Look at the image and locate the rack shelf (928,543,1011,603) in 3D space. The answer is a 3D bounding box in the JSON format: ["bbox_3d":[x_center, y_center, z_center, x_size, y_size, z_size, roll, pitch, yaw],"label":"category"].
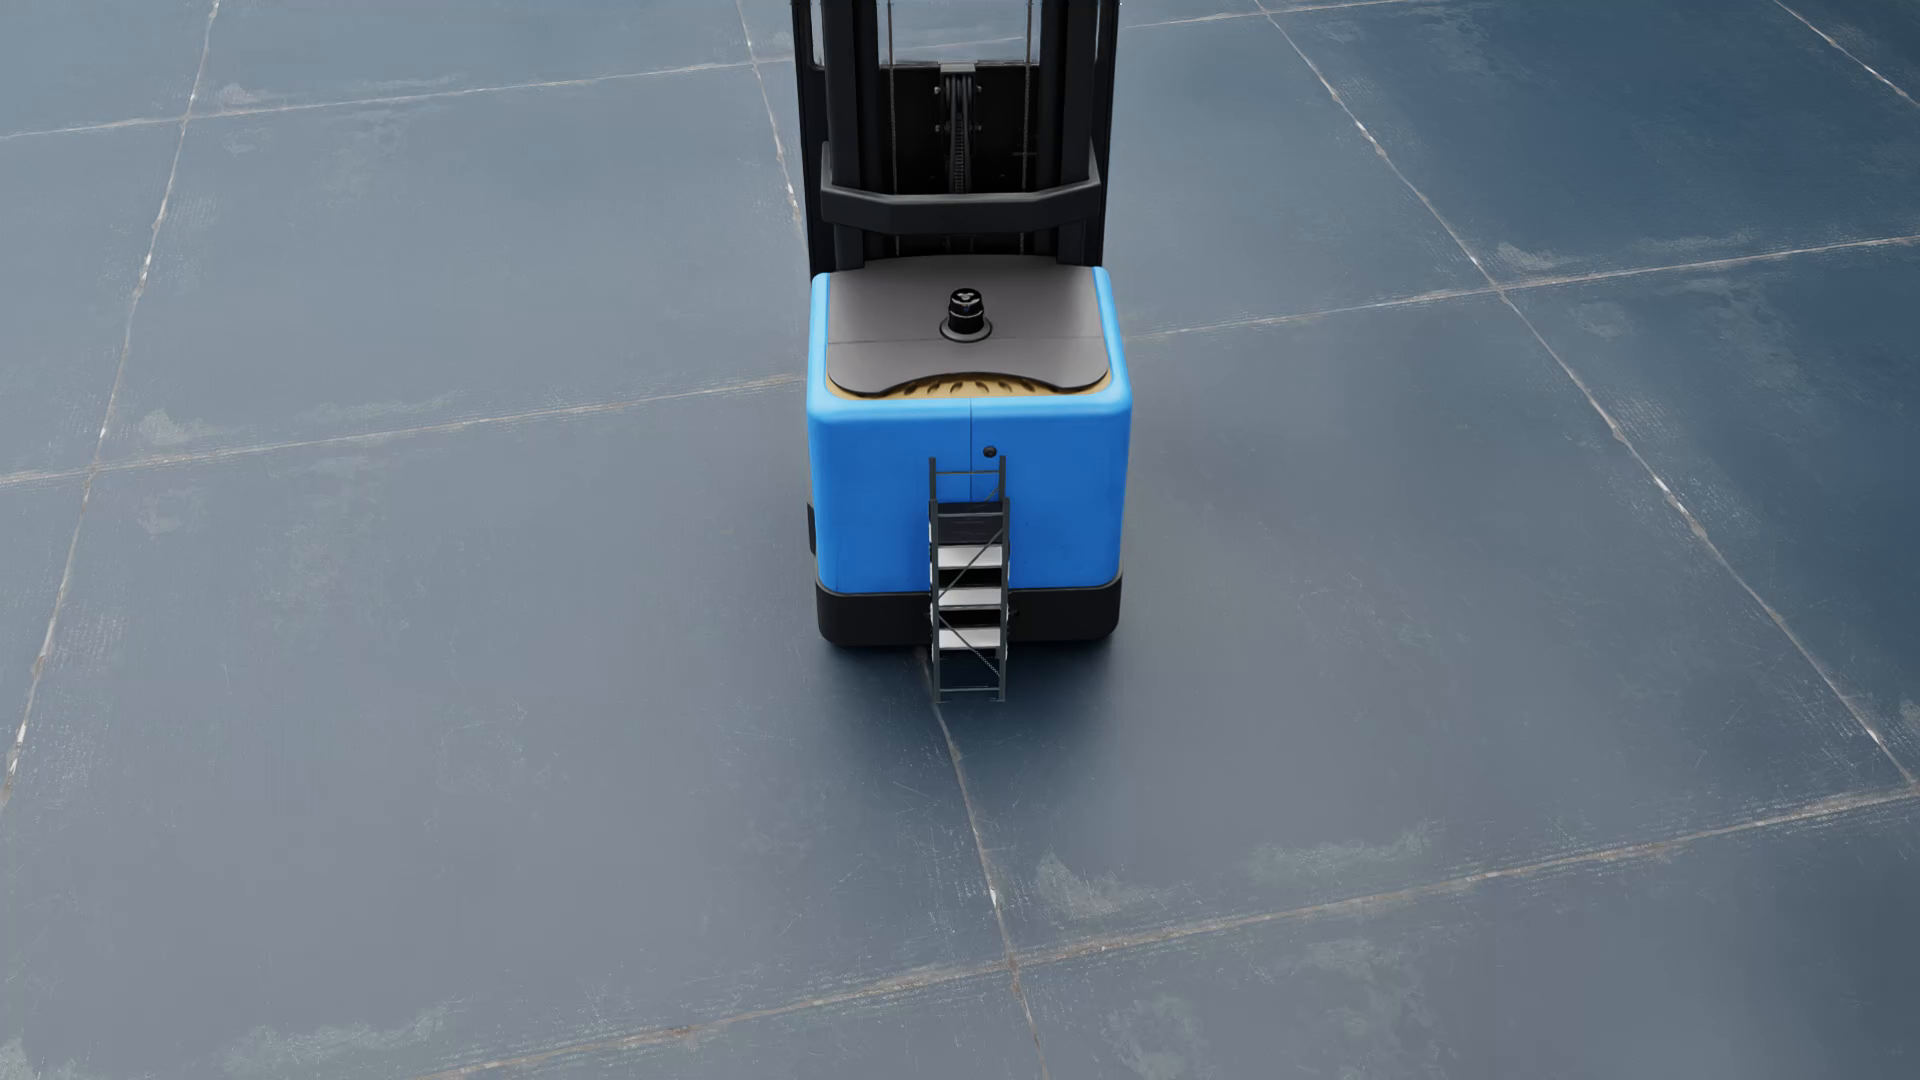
[{"bbox_3d":[0.028,0.103,5.371,0.258,0.077,0.200,-2,42,-2],"label":"rack shelf"}]

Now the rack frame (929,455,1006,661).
[{"bbox_3d":[0.024,0.078,5.485,0.240,0.900,0.006,-2,42,-2],"label":"rack frame"}]

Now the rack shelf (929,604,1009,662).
[{"bbox_3d":[0.028,0.305,5.550,0.258,0.077,0.200,-2,42,-2],"label":"rack shelf"}]

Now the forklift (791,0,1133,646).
[{"bbox_3d":[-0.026,-1.692,5.948,1.130,2.935,3.031,-2,42,-2],"label":"forklift"}]

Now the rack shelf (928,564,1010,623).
[{"bbox_3d":[0.028,0.170,5.431,0.258,0.077,0.200,-2,42,-2],"label":"rack shelf"}]

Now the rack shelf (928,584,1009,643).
[{"bbox_3d":[0.028,0.237,5.491,0.258,0.077,0.200,-2,42,-2],"label":"rack shelf"}]

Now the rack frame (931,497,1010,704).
[{"bbox_3d":[0.032,0.213,5.333,0.240,0.900,0.006,-2,42,-2],"label":"rack frame"}]

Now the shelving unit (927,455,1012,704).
[{"bbox_3d":[0.028,0.145,5.409,0.258,0.900,0.210,-2,42,-2],"label":"shelving unit"}]

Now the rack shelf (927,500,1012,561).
[{"bbox_3d":[0.028,-0.032,5.252,0.258,0.077,0.200,-2,42,-2],"label":"rack shelf"}]

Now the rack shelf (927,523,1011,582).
[{"bbox_3d":[0.028,0.035,5.311,0.258,0.077,0.200,-2,42,-2],"label":"rack shelf"}]
